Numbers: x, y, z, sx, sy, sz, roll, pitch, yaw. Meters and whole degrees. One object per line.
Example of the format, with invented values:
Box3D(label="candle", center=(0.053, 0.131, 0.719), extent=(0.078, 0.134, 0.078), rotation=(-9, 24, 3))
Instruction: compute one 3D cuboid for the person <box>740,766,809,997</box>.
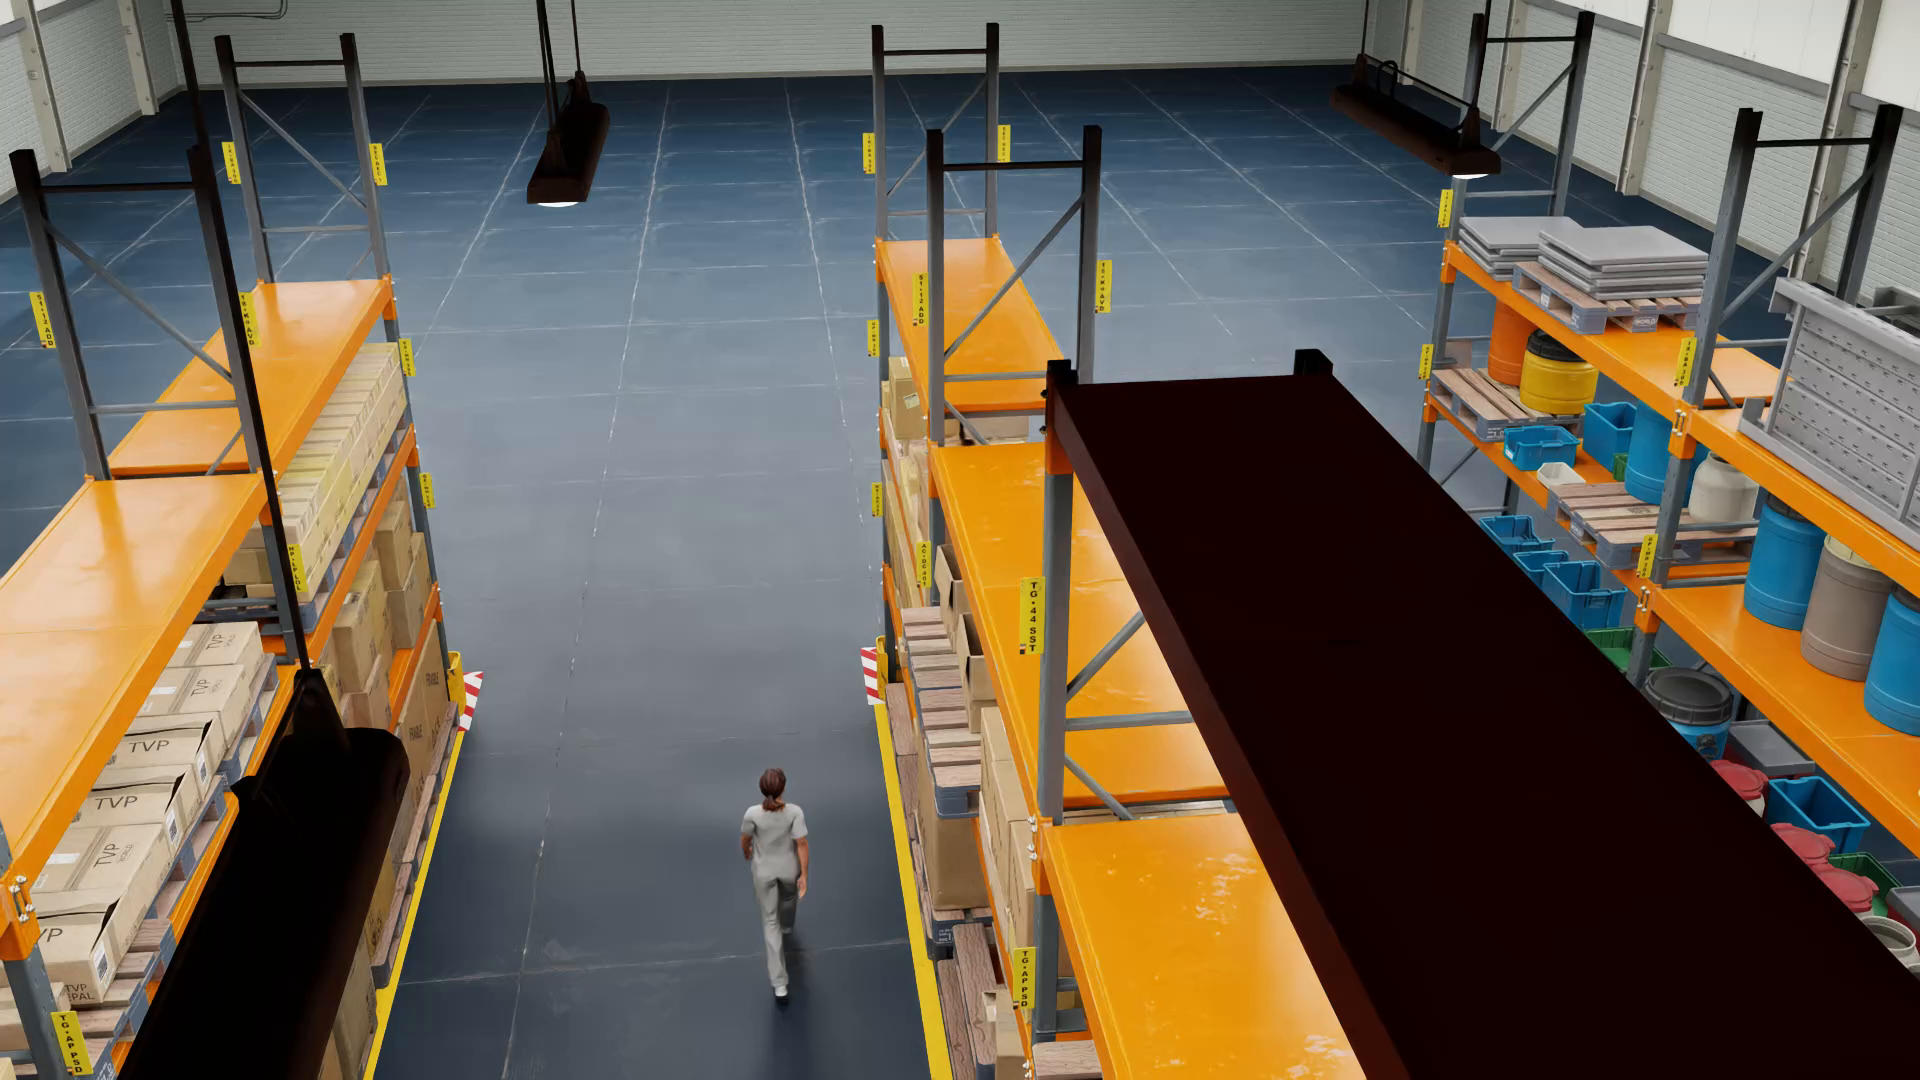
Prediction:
Box3D(label="person", center=(-1.305, 2.300, 11.770), extent=(0.468, 1.609, 1.058), rotation=(-4, 26, -9))
